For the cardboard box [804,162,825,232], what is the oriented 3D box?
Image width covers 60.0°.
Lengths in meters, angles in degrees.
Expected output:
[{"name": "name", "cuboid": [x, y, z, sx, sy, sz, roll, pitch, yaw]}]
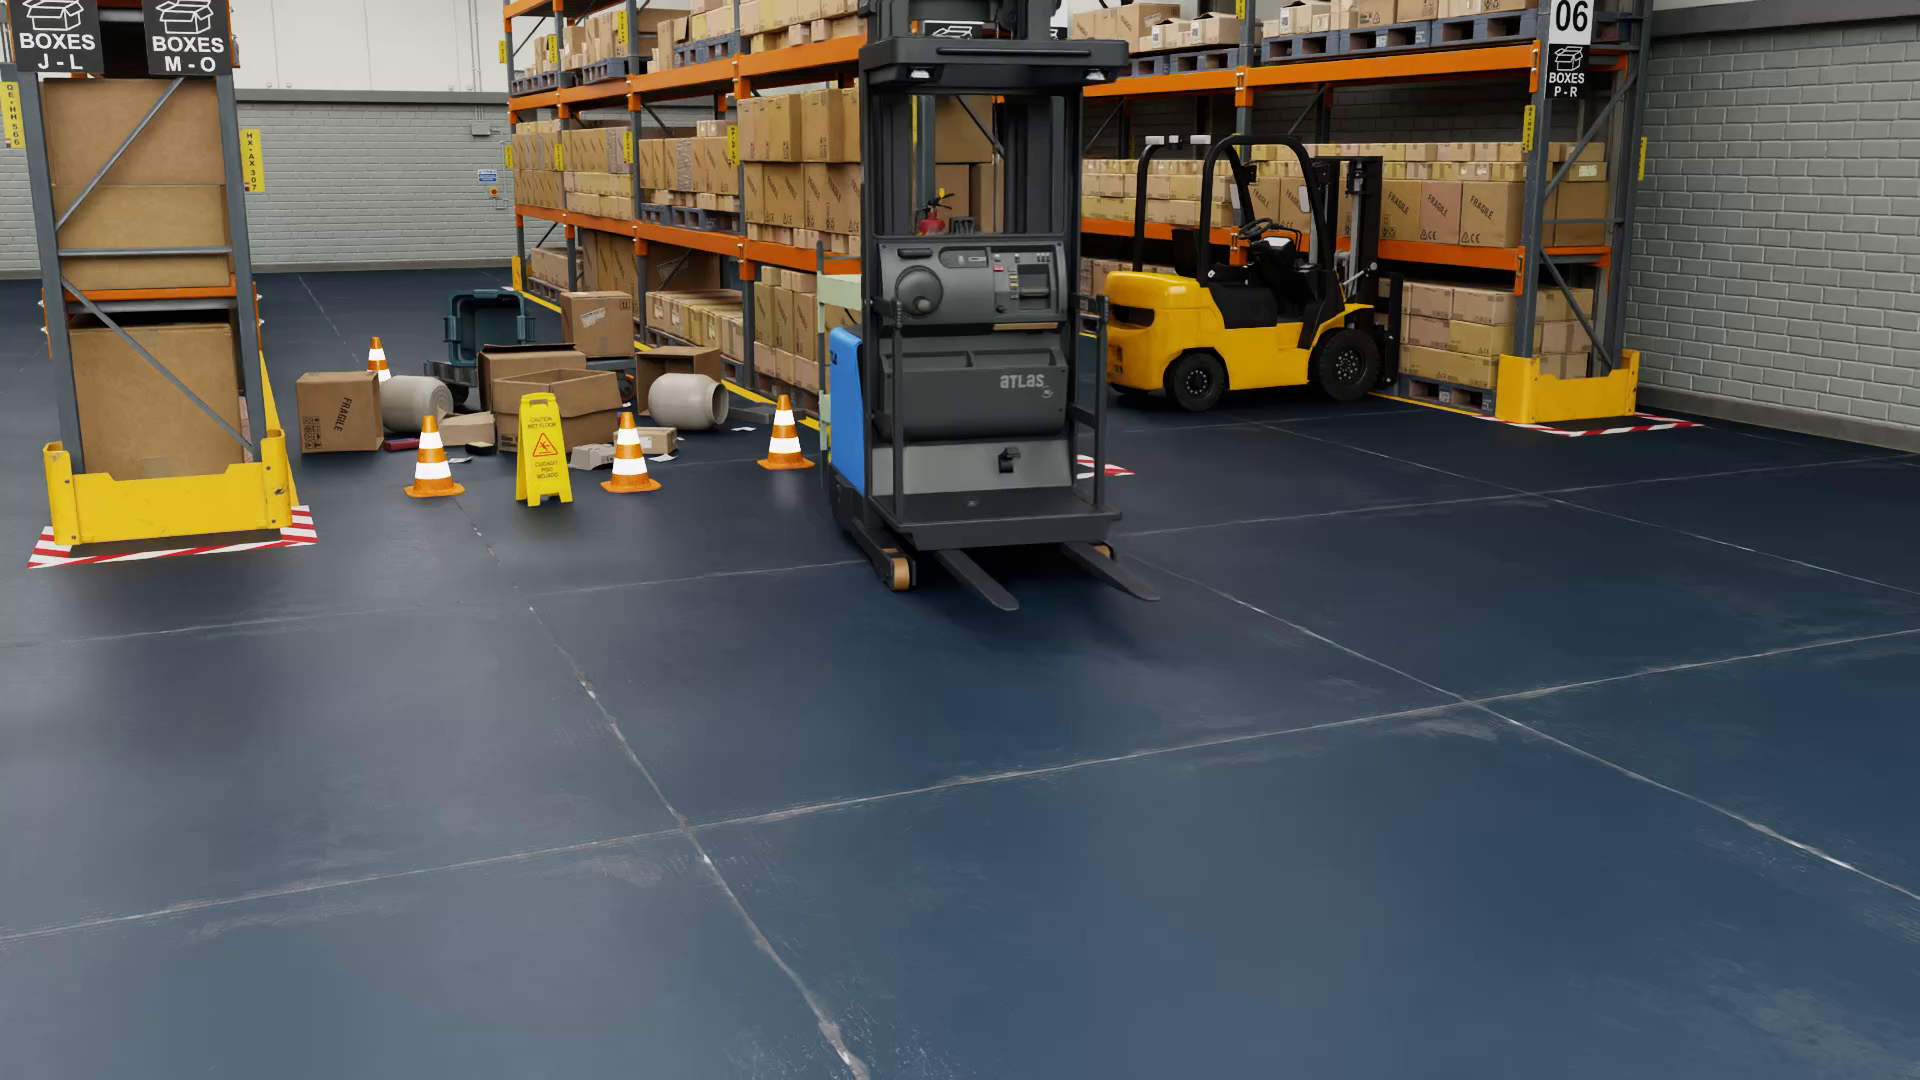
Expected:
[{"name": "cardboard box", "cuboid": [-0.850, -2.584, 12.499, 0.500, 0.500, 0.500, -5, 14, -22]}]

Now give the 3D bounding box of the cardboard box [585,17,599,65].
[{"name": "cardboard box", "cuboid": [-3.978, -5.694, 19.015, 0.500, 0.500, 0.500, -5, 14, -22]}]

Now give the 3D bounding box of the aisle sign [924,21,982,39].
[{"name": "aisle sign", "cuboid": [-0.042, -3.216, 10.349, 0.394, 0.787, 0.004, -6, 14, -23]}]

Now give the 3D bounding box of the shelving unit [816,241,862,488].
[{"name": "shelving unit", "cuboid": [-0.516, -0.996, 9.845, 0.431, 1.500, 0.755, -6, 14, -25]}]

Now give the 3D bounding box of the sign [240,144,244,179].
[{"name": "sign", "cuboid": [-5.391, -2.858, 12.471, 0.100, 0.325, 0.005, -6, 14, -23]}]

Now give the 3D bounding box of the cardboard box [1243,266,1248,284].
[{"name": "cardboard box", "cuboid": [3.049, -2.488, 15.918, 0.500, 0.250, 0.500, -6, 14, -24]}]

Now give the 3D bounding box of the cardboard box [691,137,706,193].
[{"name": "cardboard box", "cuboid": [-2.200, -3.498, 15.517, 0.500, 0.500, 0.500, -5, 14, -21]}]

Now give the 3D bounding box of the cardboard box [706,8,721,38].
[{"name": "cardboard box", "cuboid": [-1.968, -4.621, 14.931, 0.500, 0.250, 0.500, -5, 14, -22]}]

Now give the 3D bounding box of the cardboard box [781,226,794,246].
[{"name": "cardboard box", "cuboid": [-1.221, -2.445, 13.338, 0.380, 0.149, 0.250, -5, 14, -21]}]

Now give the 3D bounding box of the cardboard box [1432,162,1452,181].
[{"name": "cardboard box", "cuboid": [4.083, -3.010, 13.565, 0.380, 0.149, 0.250, -6, 14, -23]}]

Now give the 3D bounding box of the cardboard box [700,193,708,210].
[{"name": "cardboard box", "cuboid": [-2.194, -3.137, 15.398, 0.380, 0.149, 0.250, -5, 14, -22]}]

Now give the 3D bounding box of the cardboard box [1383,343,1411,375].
[{"name": "cardboard box", "cuboid": [3.885, -1.579, 14.208, 0.500, 0.250, 0.500, -5, 14, -22]}]

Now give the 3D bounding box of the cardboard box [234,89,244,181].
[{"name": "cardboard box", "cuboid": [-4.814, -2.433, 10.004, 0.875, 0.550, 0.550, -6, 14, -23]}]

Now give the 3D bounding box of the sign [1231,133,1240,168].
[{"name": "sign", "cuboid": [2.650, -3.739, 15.980, 0.100, 0.325, 0.005, -6, 14, -23]}]

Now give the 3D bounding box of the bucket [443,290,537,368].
[{"name": "bucket", "cuboid": [-3.732, -1.673, 13.335, 0.726, 0.611, 0.620, -1, 3, -4]}]

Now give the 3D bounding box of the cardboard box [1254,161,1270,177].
[{"name": "cardboard box", "cuboid": [3.030, -3.539, 15.850, 0.380, 0.149, 0.250, -6, 14, -24]}]

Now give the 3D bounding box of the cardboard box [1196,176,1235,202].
[{"name": "cardboard box", "cuboid": [2.712, -3.513, 16.621, 0.500, 0.250, 0.500, -6, 14, -24]}]

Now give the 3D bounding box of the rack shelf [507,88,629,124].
[{"name": "rack shelf", "cuboid": [-5.409, -5.992, 23.051, 1.077, 0.370, 4.000, -6, 14, -23]}]

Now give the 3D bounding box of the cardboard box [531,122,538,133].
[{"name": "cardboard box", "cuboid": [-5.739, -5.724, 23.070, 0.380, 0.149, 0.250, -6, 14, -24]}]

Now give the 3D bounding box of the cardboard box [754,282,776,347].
[{"name": "cardboard box", "cuboid": [-1.415, -1.899, 13.927, 0.500, 0.500, 0.500, -5, 14, -20]}]

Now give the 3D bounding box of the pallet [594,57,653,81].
[{"name": "pallet", "cuboid": [-3.312, -5.139, 18.189, 1.213, 0.211, 1.003, -5, 14, -20]}]

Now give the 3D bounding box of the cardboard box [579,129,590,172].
[{"name": "cardboard box", "cuboid": [-4.268, -4.681, 20.002, 0.500, 0.500, 0.500, -6, 14, -24]}]

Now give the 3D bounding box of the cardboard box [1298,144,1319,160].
[{"name": "cardboard box", "cuboid": [3.306, -3.521, 15.111, 0.380, 0.149, 0.250, -5, 14, -22]}]

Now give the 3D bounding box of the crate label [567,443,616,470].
[{"name": "crate label", "cuboid": [-2.408, -0.553, 10.955, 0.298, 0.136, 0.250, 9, 16, 35]}]

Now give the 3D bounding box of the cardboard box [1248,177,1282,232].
[{"name": "cardboard box", "cuboid": [3.081, -3.198, 15.813, 0.500, 0.500, 0.500, -6, 14, -25]}]

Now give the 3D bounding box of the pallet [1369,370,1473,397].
[{"name": "pallet", "cuboid": [3.916, -1.485, 14.819, 1.003, 0.211, 1.213, -6, 14, -23]}]

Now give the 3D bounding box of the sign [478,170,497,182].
[{"name": "sign", "cuboid": [-8.559, -6.597, 30.123, 0.327, 0.218, 0.001, -6, 14, -23]}]

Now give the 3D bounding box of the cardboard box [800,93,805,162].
[{"name": "cardboard box", "cuboid": [-0.773, -3.072, 12.393, 0.700, 0.500, 0.500, -6, 14, -23]}]

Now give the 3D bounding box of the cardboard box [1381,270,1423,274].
[{"name": "cardboard box", "cuboid": [3.924, -2.323, 15.205, 0.500, 0.250, 0.500, -6, 14, -23]}]

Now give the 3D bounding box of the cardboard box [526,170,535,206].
[{"name": "cardboard box", "cuboid": [-5.866, -5.009, 23.640, 0.500, 0.500, 0.500, -6, 14, -23]}]

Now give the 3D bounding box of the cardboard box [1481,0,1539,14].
[{"name": "cardboard box", "cuboid": [4.345, -4.271, 12.643, 0.500, 0.500, 0.500, -5, 14, -21]}]

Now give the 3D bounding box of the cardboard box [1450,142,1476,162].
[{"name": "cardboard box", "cuboid": [4.152, -3.102, 13.302, 0.380, 0.149, 0.250, -5, 14, -22]}]

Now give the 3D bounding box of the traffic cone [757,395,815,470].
[{"name": "traffic cone", "cuboid": [-1.156, -0.725, 10.977, 0.336, 0.463, 0.334, -6, 14, -23]}]

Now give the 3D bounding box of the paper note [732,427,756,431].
[{"name": "paper note", "cuboid": [-1.606, -0.835, 12.408, 0.142, 0.019, 0.148, -12, 18, -42]}]

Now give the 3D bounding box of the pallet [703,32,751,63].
[{"name": "pallet", "cuboid": [-1.553, -4.322, 14.657, 1.213, 0.211, 1.003, -6, 14, -23]}]

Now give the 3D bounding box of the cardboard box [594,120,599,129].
[{"name": "cardboard box", "cuboid": [-4.614, -5.460, 21.931, 0.380, 0.149, 0.250, -5, 14, -22]}]

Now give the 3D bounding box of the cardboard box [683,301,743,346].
[{"name": "cardboard box", "cuboid": [-2.187, -2.139, 16.358, 0.950, 0.372, 0.625, -5, 14, -21]}]

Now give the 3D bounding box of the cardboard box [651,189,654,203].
[{"name": "cardboard box", "cuboid": [-3.046, -3.640, 17.570, 0.380, 0.149, 0.250, -7, 15, -26]}]

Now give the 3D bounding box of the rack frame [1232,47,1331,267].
[{"name": "rack frame", "cuboid": [3.143, -3.264, 16.322, 1.000, 3.000, 0.127, -6, 14, -23]}]

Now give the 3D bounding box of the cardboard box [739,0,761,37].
[{"name": "cardboard box", "cuboid": [-1.478, -4.233, 13.527, 0.500, 0.250, 0.500, -6, 14, -24]}]

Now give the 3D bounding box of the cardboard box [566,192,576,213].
[{"name": "cardboard box", "cuboid": [-4.674, -4.280, 21.044, 0.500, 0.250, 0.500, -6, 14, -24]}]

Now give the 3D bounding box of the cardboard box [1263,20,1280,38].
[{"name": "cardboard box", "cuboid": [3.044, -4.737, 15.434, 0.380, 0.149, 0.250, -5, 14, -22]}]

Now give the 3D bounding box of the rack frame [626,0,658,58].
[{"name": "rack frame", "cuboid": [-3.006, -6.564, 17.276, 1.000, 3.000, 0.127, -6, 14, -23]}]

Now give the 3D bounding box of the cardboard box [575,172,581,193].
[{"name": "cardboard box", "cuboid": [-4.456, -4.417, 20.526, 0.500, 0.250, 0.500, -5, 14, -22]}]

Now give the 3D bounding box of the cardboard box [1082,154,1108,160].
[{"name": "cardboard box", "cuboid": [1.478, -4.465, 20.354, 0.500, 0.500, 0.500, -5, 14, -20]}]

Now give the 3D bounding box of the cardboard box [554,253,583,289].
[{"name": "cardboard box", "cuboid": [-5.121, -3.749, 23.166, 0.875, 0.438, 0.875, -6, 14, -25]}]

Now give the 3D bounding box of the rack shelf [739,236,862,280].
[{"name": "rack shelf", "cuboid": [-0.603, -2.052, 12.677, 1.077, 0.370, 4.000, -6, 14, -23]}]

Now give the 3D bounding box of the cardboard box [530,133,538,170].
[{"name": "cardboard box", "cuboid": [-5.652, -5.391, 23.070, 0.500, 0.500, 0.500, -6, 14, -23]}]

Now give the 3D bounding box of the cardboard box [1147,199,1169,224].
[{"name": "cardboard box", "cuboid": [2.324, -3.481, 17.588, 0.500, 0.250, 0.500, -6, 14, -23]}]

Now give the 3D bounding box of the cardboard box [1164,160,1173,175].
[{"name": "cardboard box", "cuboid": [2.359, -3.889, 17.359, 0.380, 0.149, 0.250, -6, 14, -24]}]

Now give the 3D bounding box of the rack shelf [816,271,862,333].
[{"name": "rack shelf", "cuboid": [-0.516, -1.376, 9.757, 0.431, 0.370, 0.720, -6, 14, -25]}]

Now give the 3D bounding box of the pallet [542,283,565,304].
[{"name": "pallet", "cuboid": [-5.334, -3.526, 23.637, 1.003, 0.211, 1.213, -6, 14, -23]}]

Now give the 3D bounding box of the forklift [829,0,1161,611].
[{"name": "forklift", "cuboid": [0.124, -1.280, 7.898, 1.130, 2.935, 3.031, -3, 13, -14]}]
